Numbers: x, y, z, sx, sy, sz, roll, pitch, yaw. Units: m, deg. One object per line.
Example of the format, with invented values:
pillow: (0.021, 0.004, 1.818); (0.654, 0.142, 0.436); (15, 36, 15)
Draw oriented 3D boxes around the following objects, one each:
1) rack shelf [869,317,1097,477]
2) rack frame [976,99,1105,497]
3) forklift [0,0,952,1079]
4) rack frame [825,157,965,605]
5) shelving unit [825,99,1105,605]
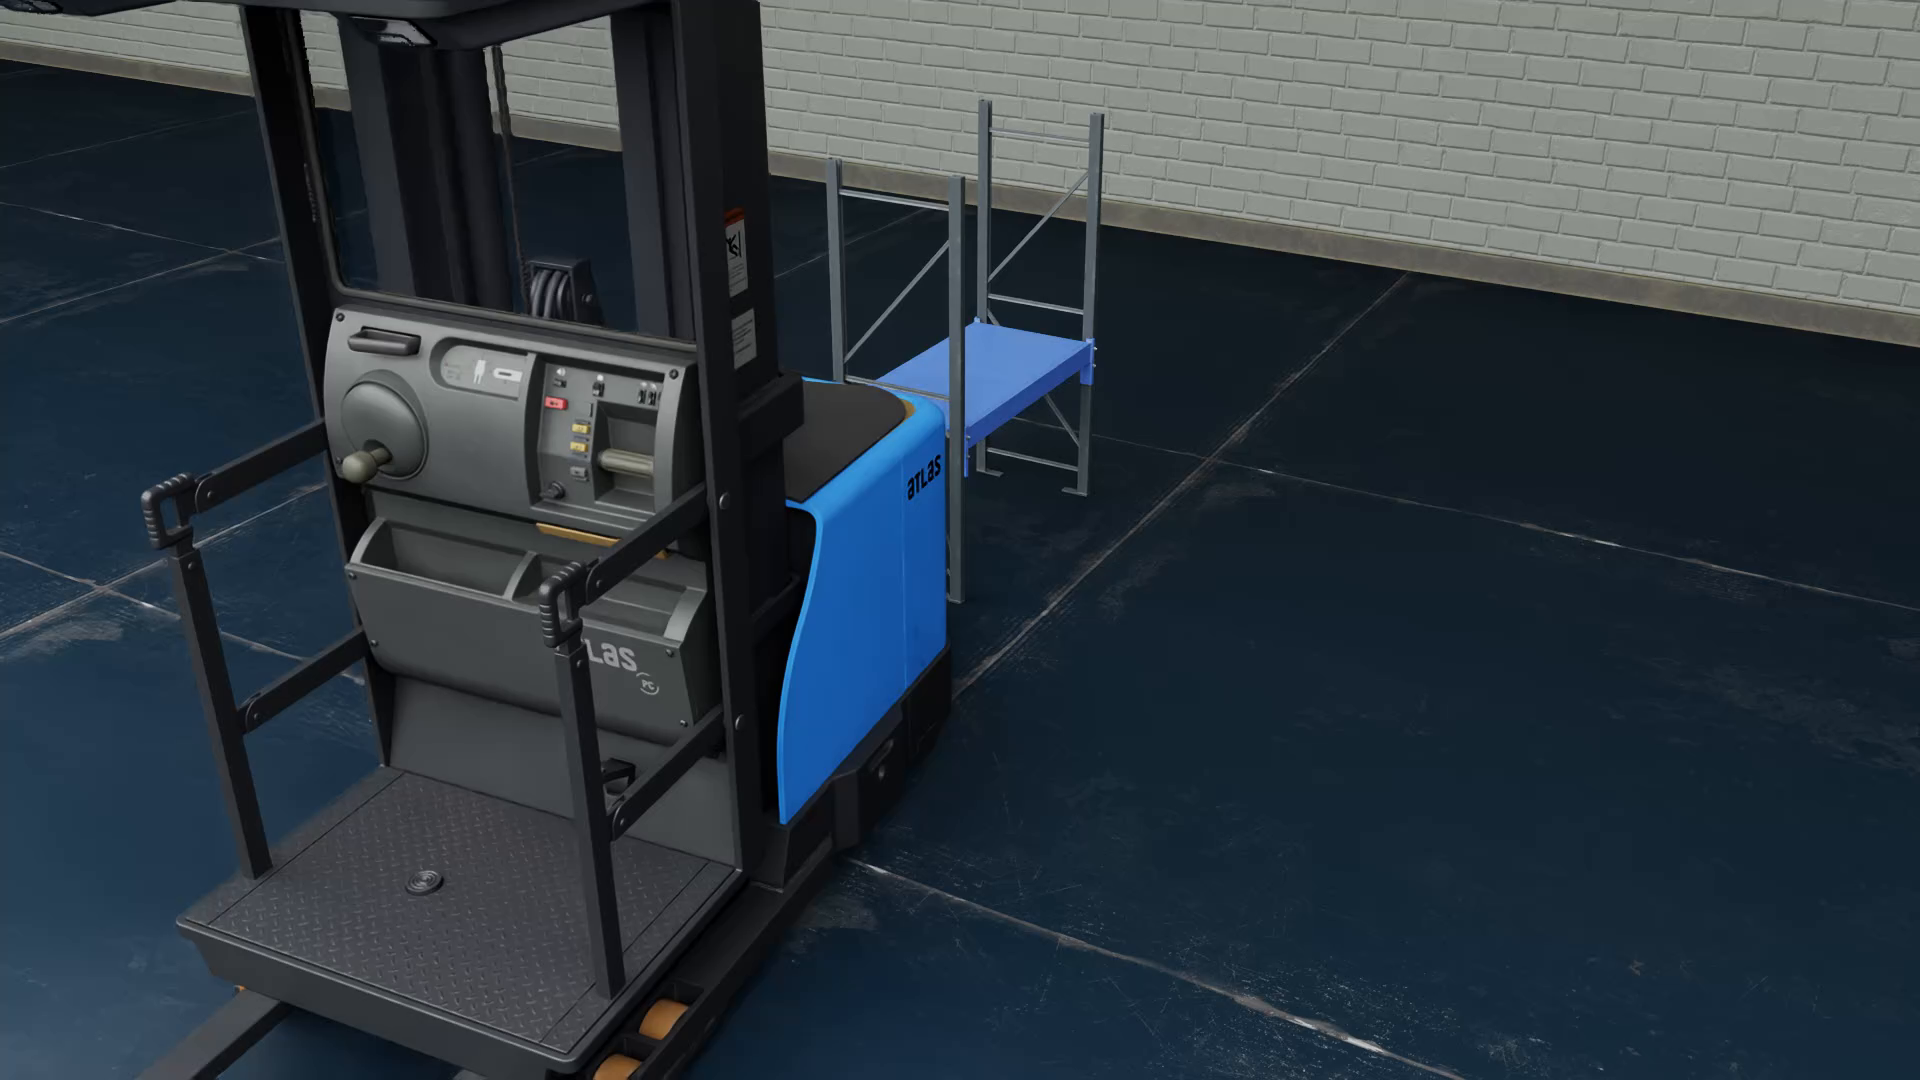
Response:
rack shelf: (0.042, -0.543, 6.061); (0.538, 0.185, 1.000); (14, 30, 26)
rack frame: (0.292, -0.902, 6.376); (0.500, 1.500, 0.032); (14, 30, 26)
forklift: (-1.085, -0.230, 3.435); (1.130, 2.935, 3.031); (11, 29, 21)
rack frame: (-0.208, -0.506, 5.585); (0.500, 1.500, 0.032); (14, 30, 26)
shelving unit: (0.042, -0.704, 5.981); (0.538, 1.500, 1.048); (14, 30, 26)
